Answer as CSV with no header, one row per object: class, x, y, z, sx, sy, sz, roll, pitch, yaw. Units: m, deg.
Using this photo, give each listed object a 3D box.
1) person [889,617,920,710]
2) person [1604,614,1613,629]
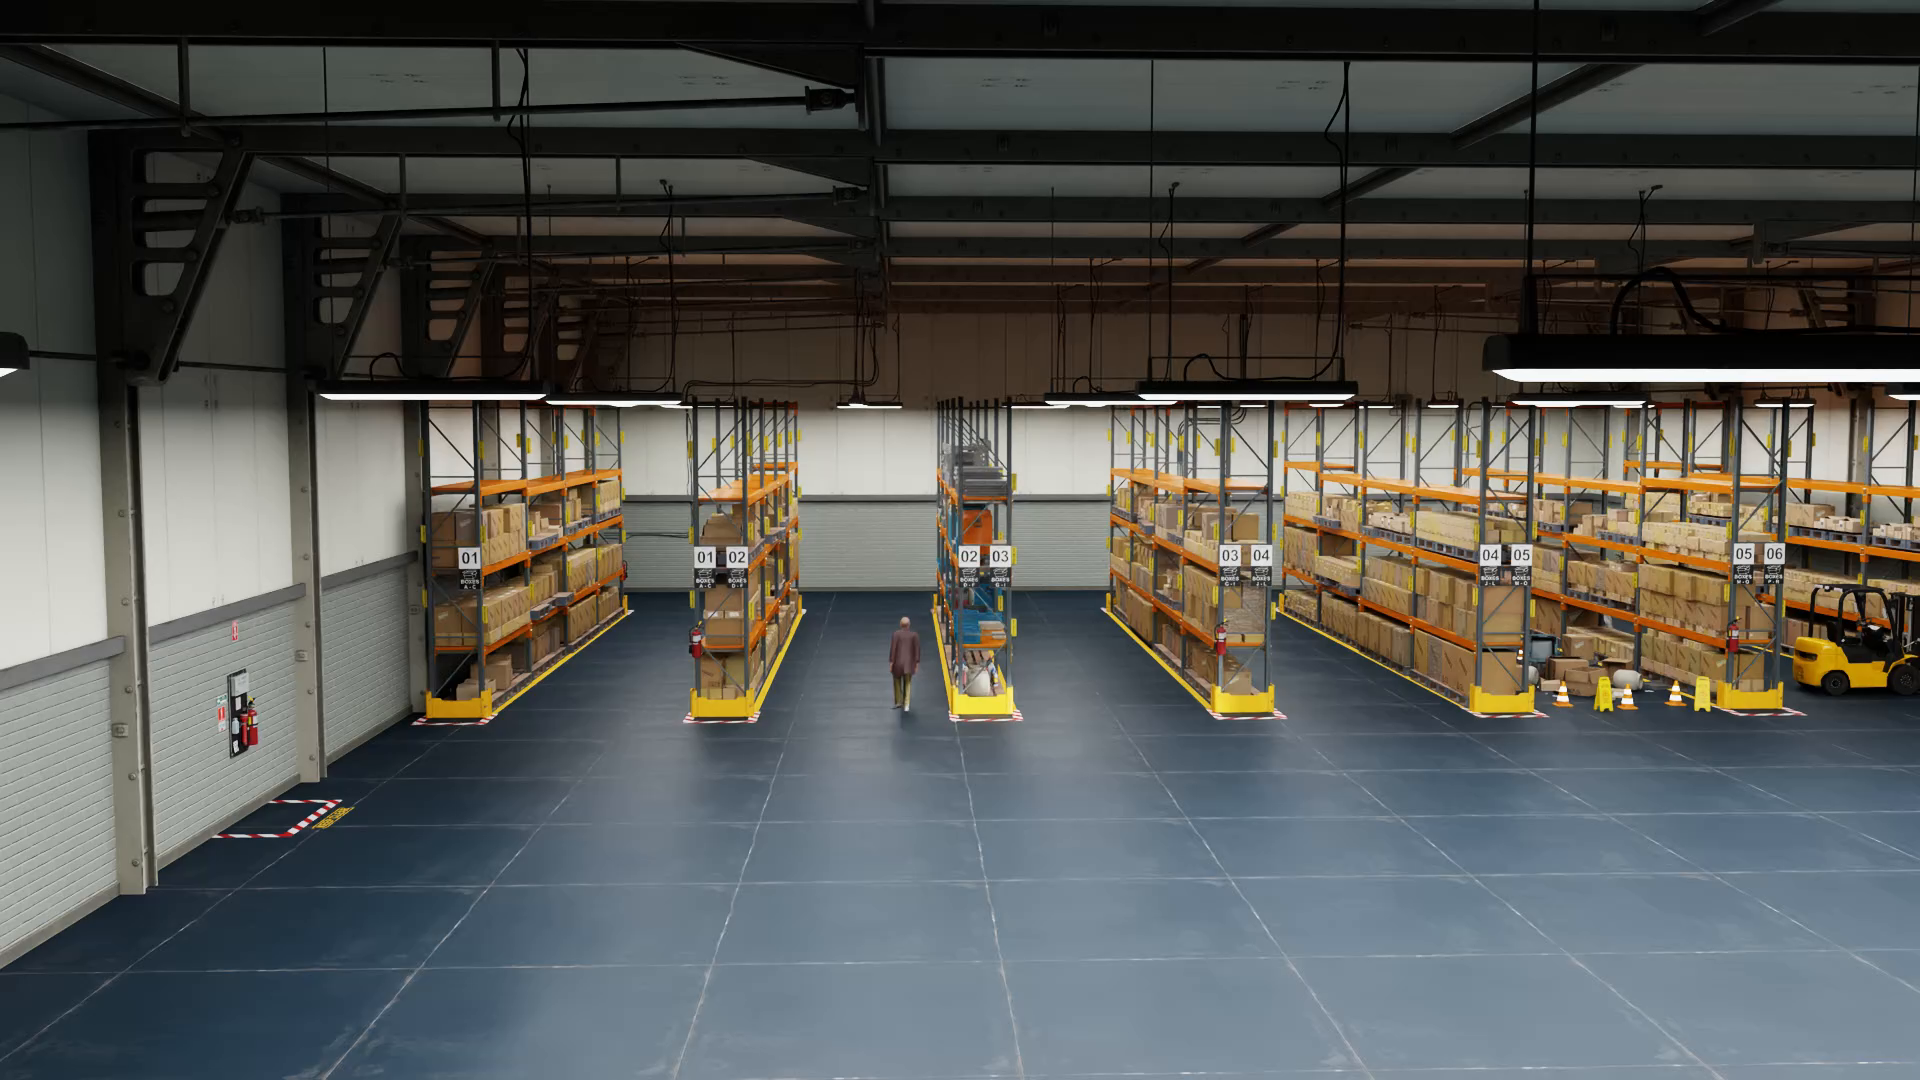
person,-1.063,2.497,31.915,0.617,1.637,0.607,-1,4,-7
person,16.613,1.564,42.610,0.643,1.761,0.654,-2,5,-26
